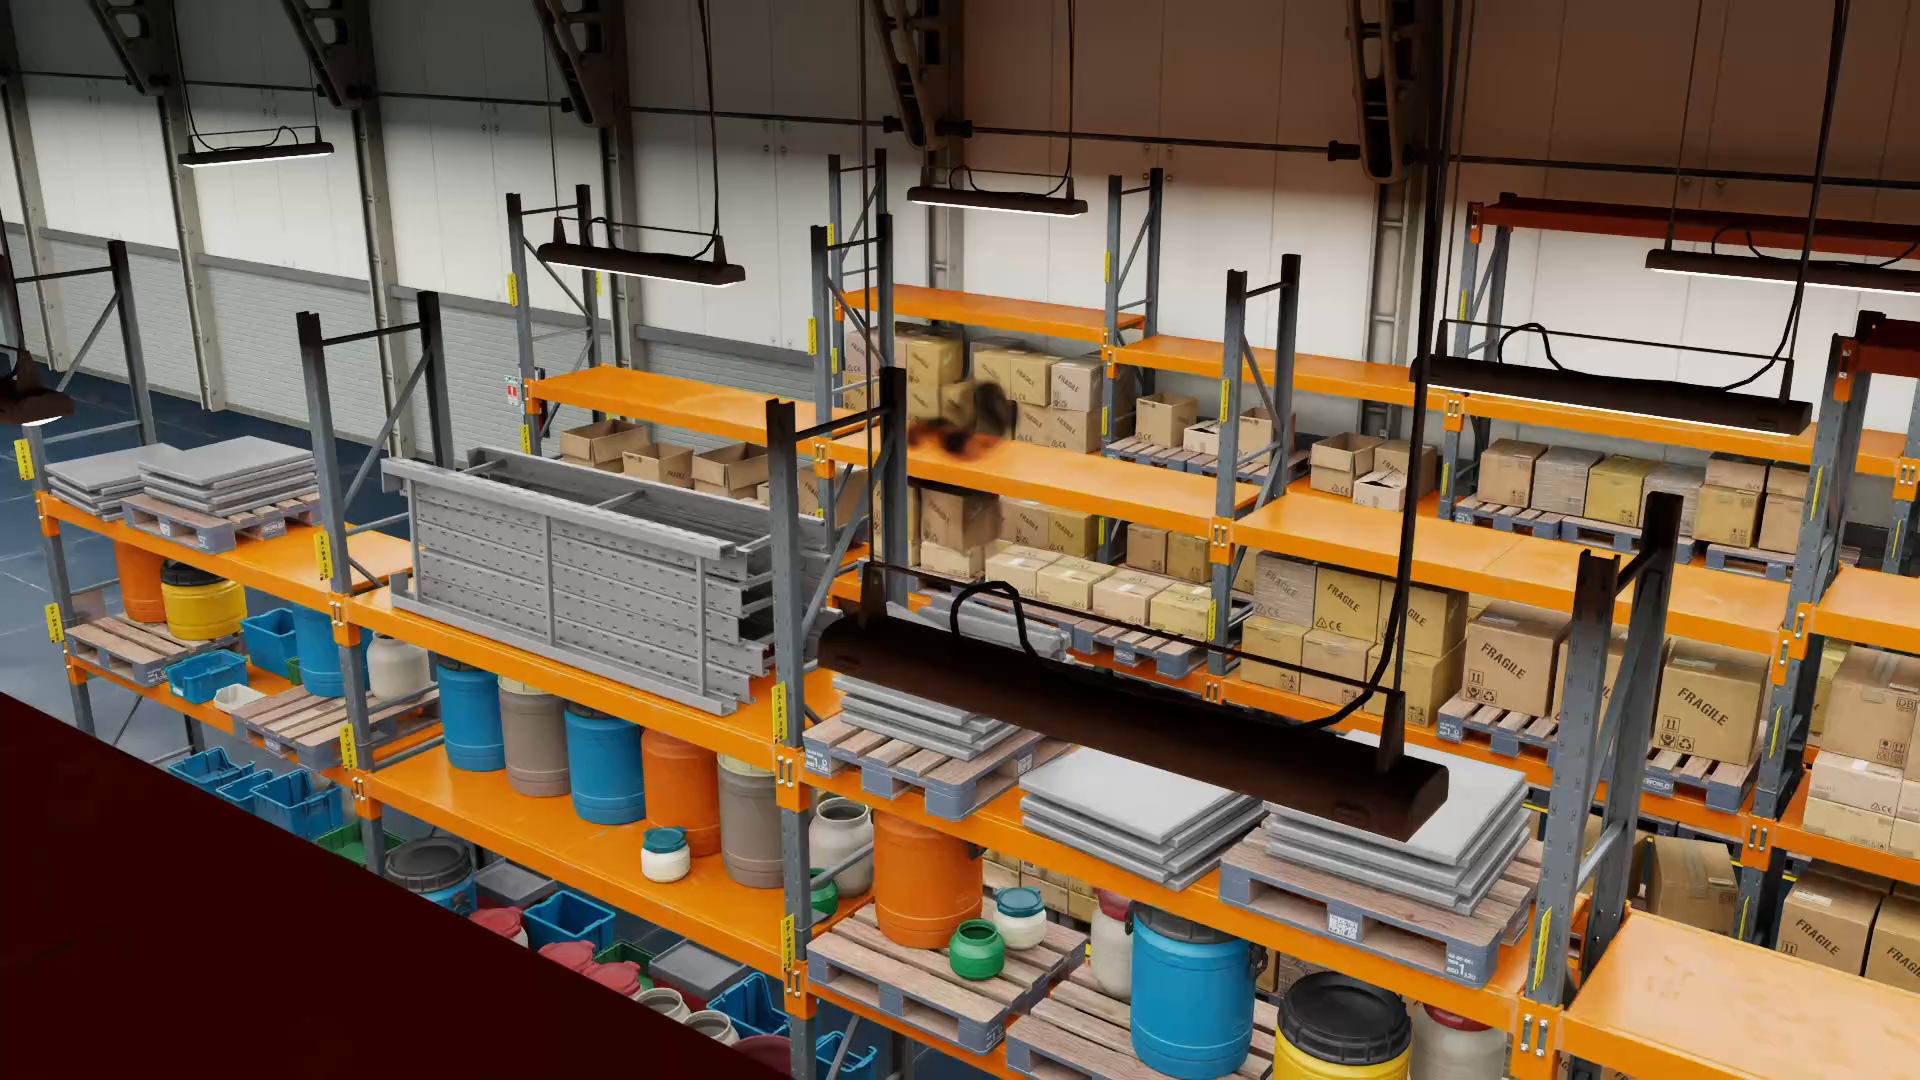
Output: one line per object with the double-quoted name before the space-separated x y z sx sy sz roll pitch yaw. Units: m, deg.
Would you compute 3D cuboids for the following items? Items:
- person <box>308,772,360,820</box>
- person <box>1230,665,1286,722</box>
"person" -6.018 2.268 15.708 0.869 1.697 0.641 7 20 21
"person" 2.981 1.759 16.391 0.773 1.882 0.685 9 20 25
